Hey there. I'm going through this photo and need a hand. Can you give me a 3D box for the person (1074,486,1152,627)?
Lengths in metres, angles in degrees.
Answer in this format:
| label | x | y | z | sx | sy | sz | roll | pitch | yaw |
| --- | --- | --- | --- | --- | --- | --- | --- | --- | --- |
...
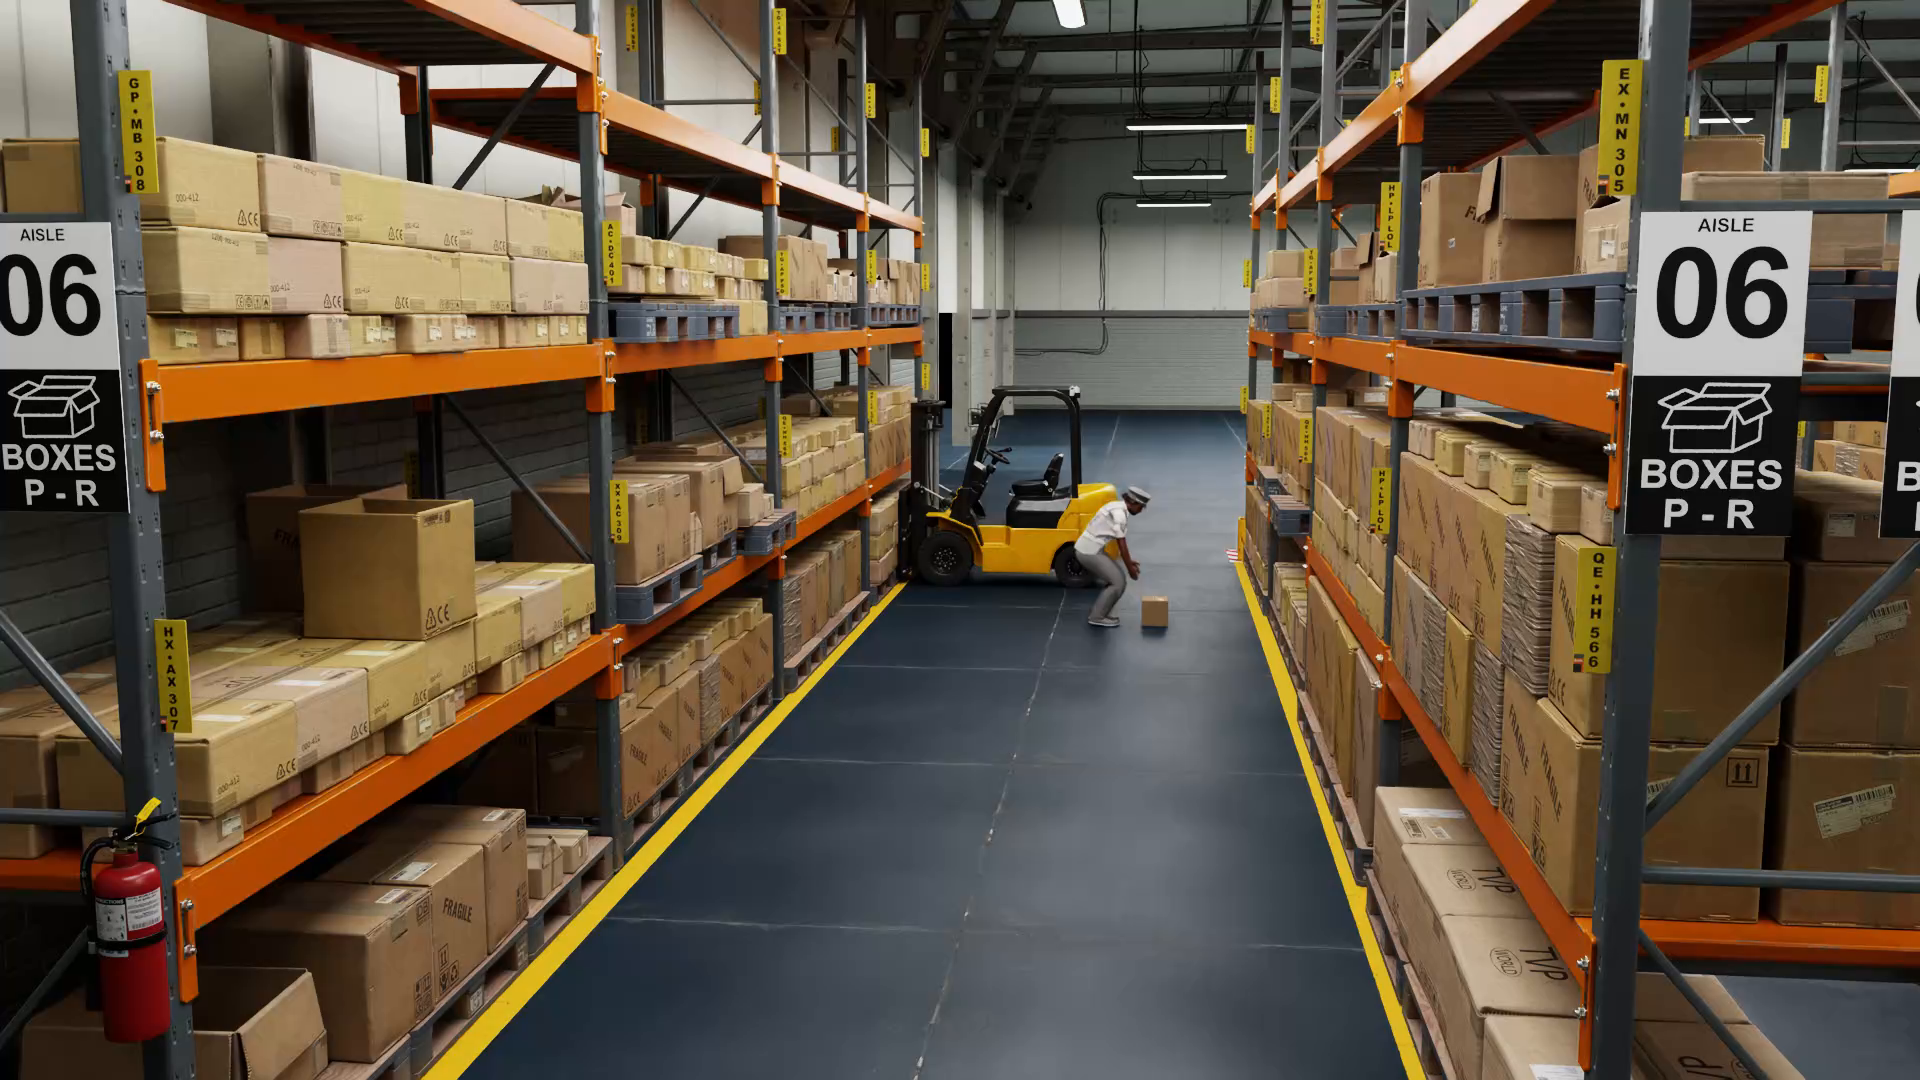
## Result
| label | x | y | z | sx | sy | sz | roll | pitch | yaw |
| --- | --- | --- | --- | --- | --- | --- | --- | --- | --- |
| person | 1.466 | 0.147 | 15.983 | 0.741 | 1.331 | 0.496 | 1 | 8 | 6 |
